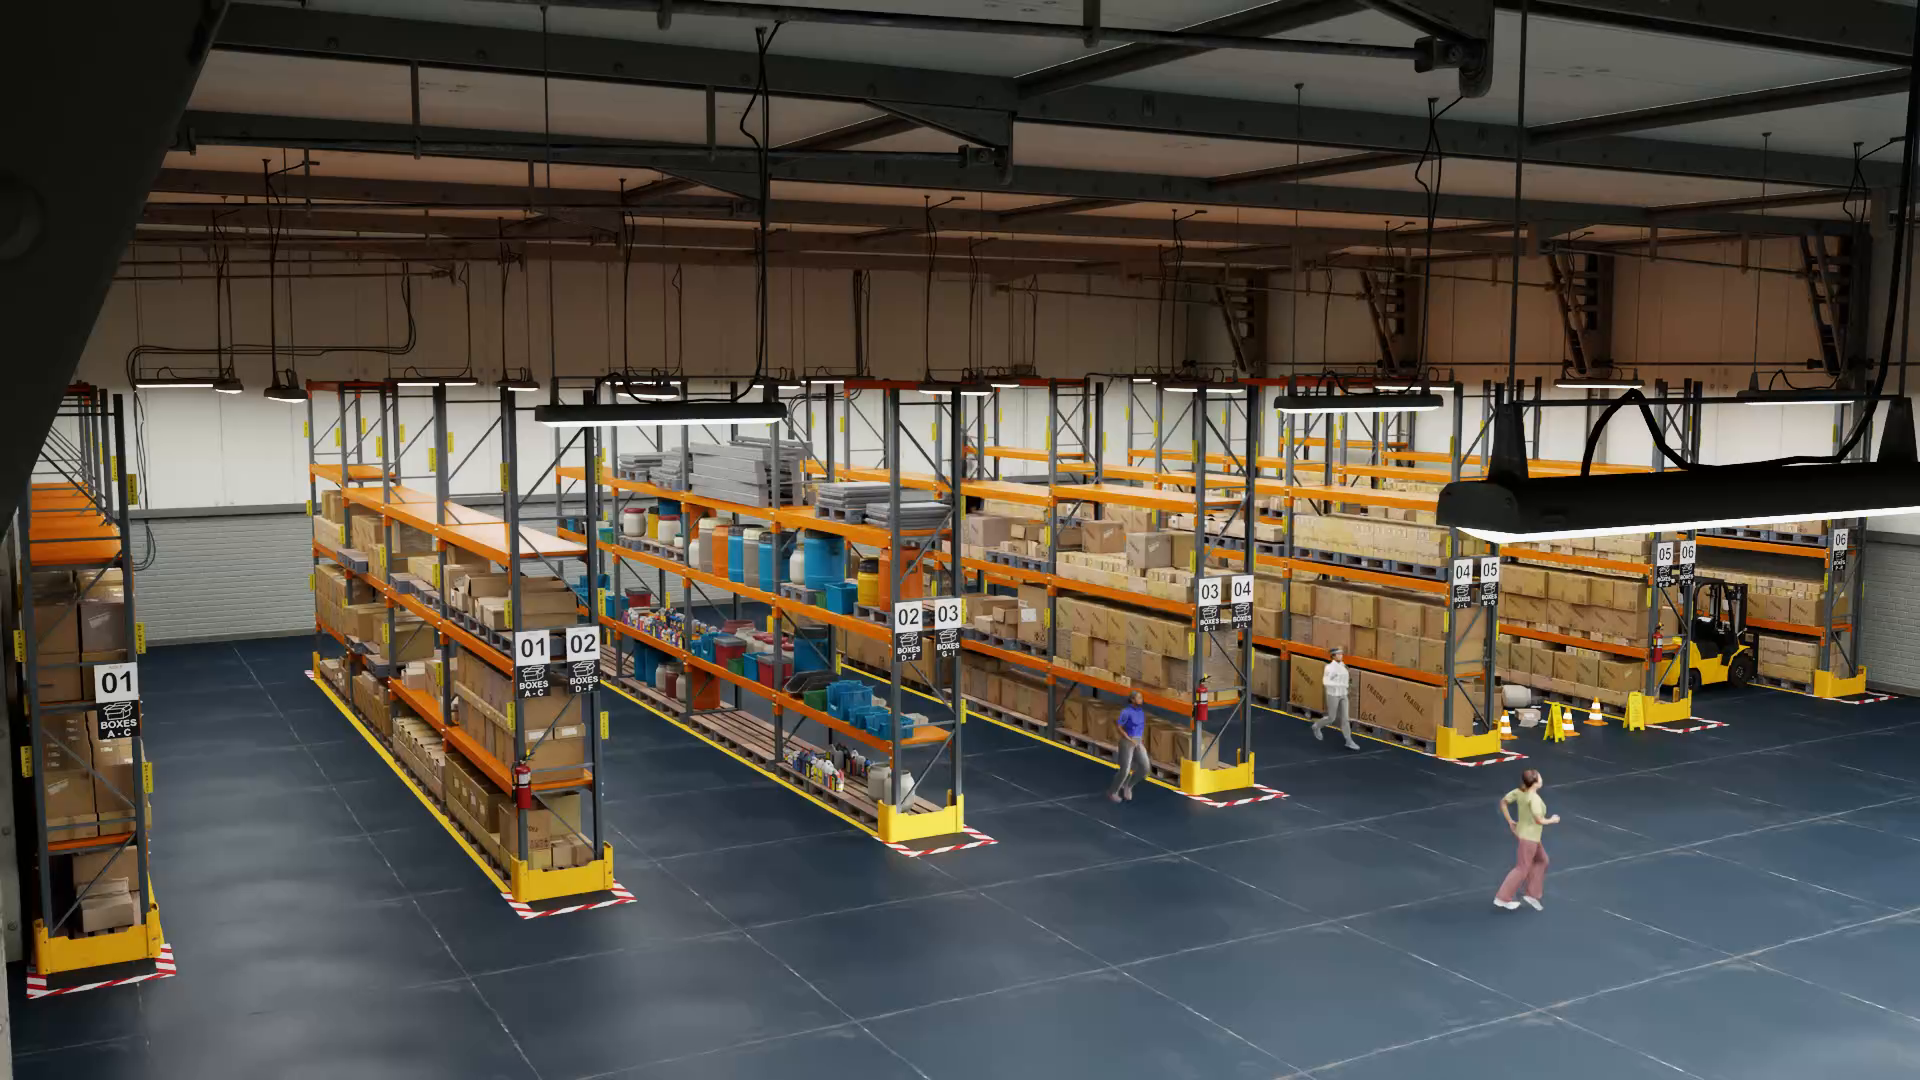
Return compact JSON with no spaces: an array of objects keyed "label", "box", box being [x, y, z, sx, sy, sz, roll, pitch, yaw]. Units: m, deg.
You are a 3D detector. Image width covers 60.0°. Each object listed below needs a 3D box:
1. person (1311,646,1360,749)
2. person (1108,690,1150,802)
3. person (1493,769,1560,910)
[{"label":"person","box":[6.199,2.553,27.325,0.617,1.667,0.958,-4,7,-36]},{"label":"person","box":[2.520,2.981,24.081,0.637,1.592,0.580,-5,8,-41]},{"label":"person","box":[6.524,3.481,19.148,0.723,1.714,0.560,0,6,-2]}]
